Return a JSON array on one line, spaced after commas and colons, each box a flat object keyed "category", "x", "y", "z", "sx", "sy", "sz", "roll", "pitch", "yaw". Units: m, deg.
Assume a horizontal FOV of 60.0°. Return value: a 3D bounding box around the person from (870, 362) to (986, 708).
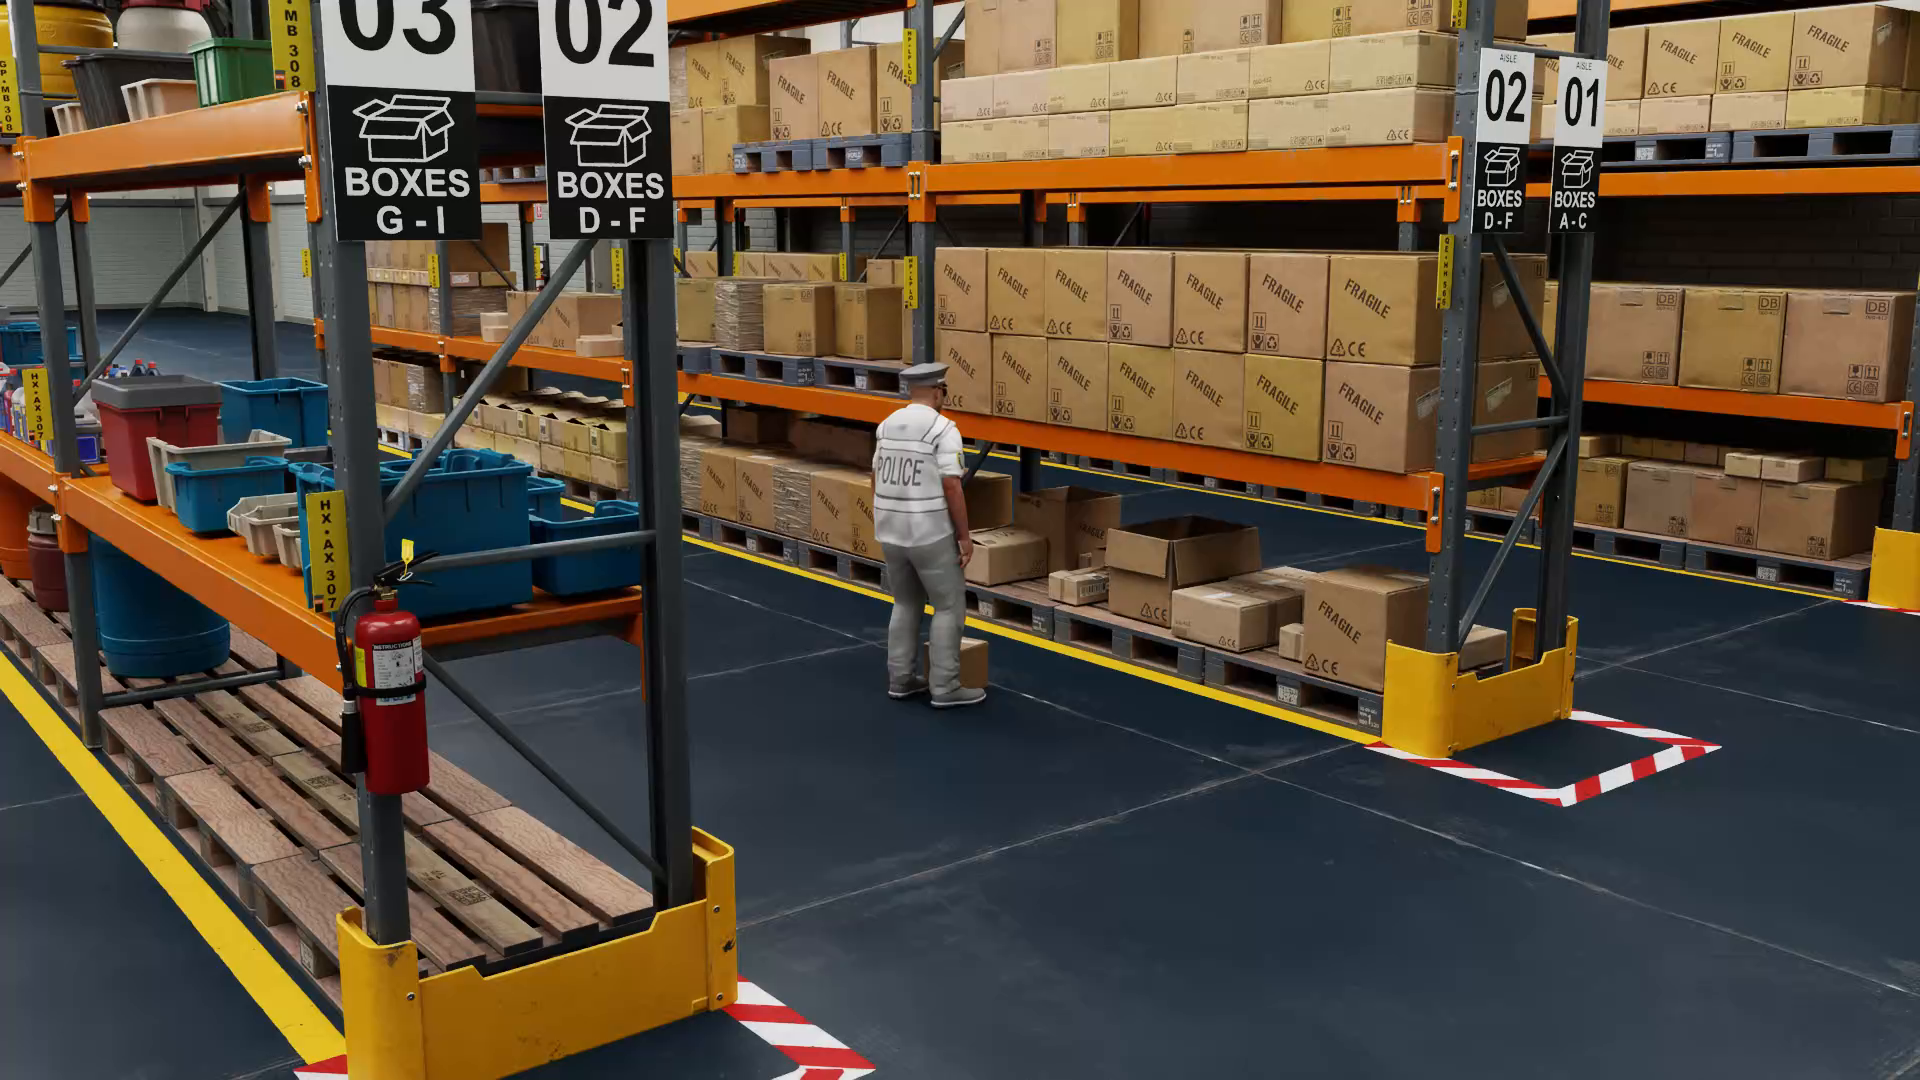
[{"category": "person", "x": -0.200, "y": -0.026, "z": 8.548, "sx": 0.600, "sy": 1.747, "sz": 0.437, "roll": 8, "pitch": 14, "yaw": 37}]
